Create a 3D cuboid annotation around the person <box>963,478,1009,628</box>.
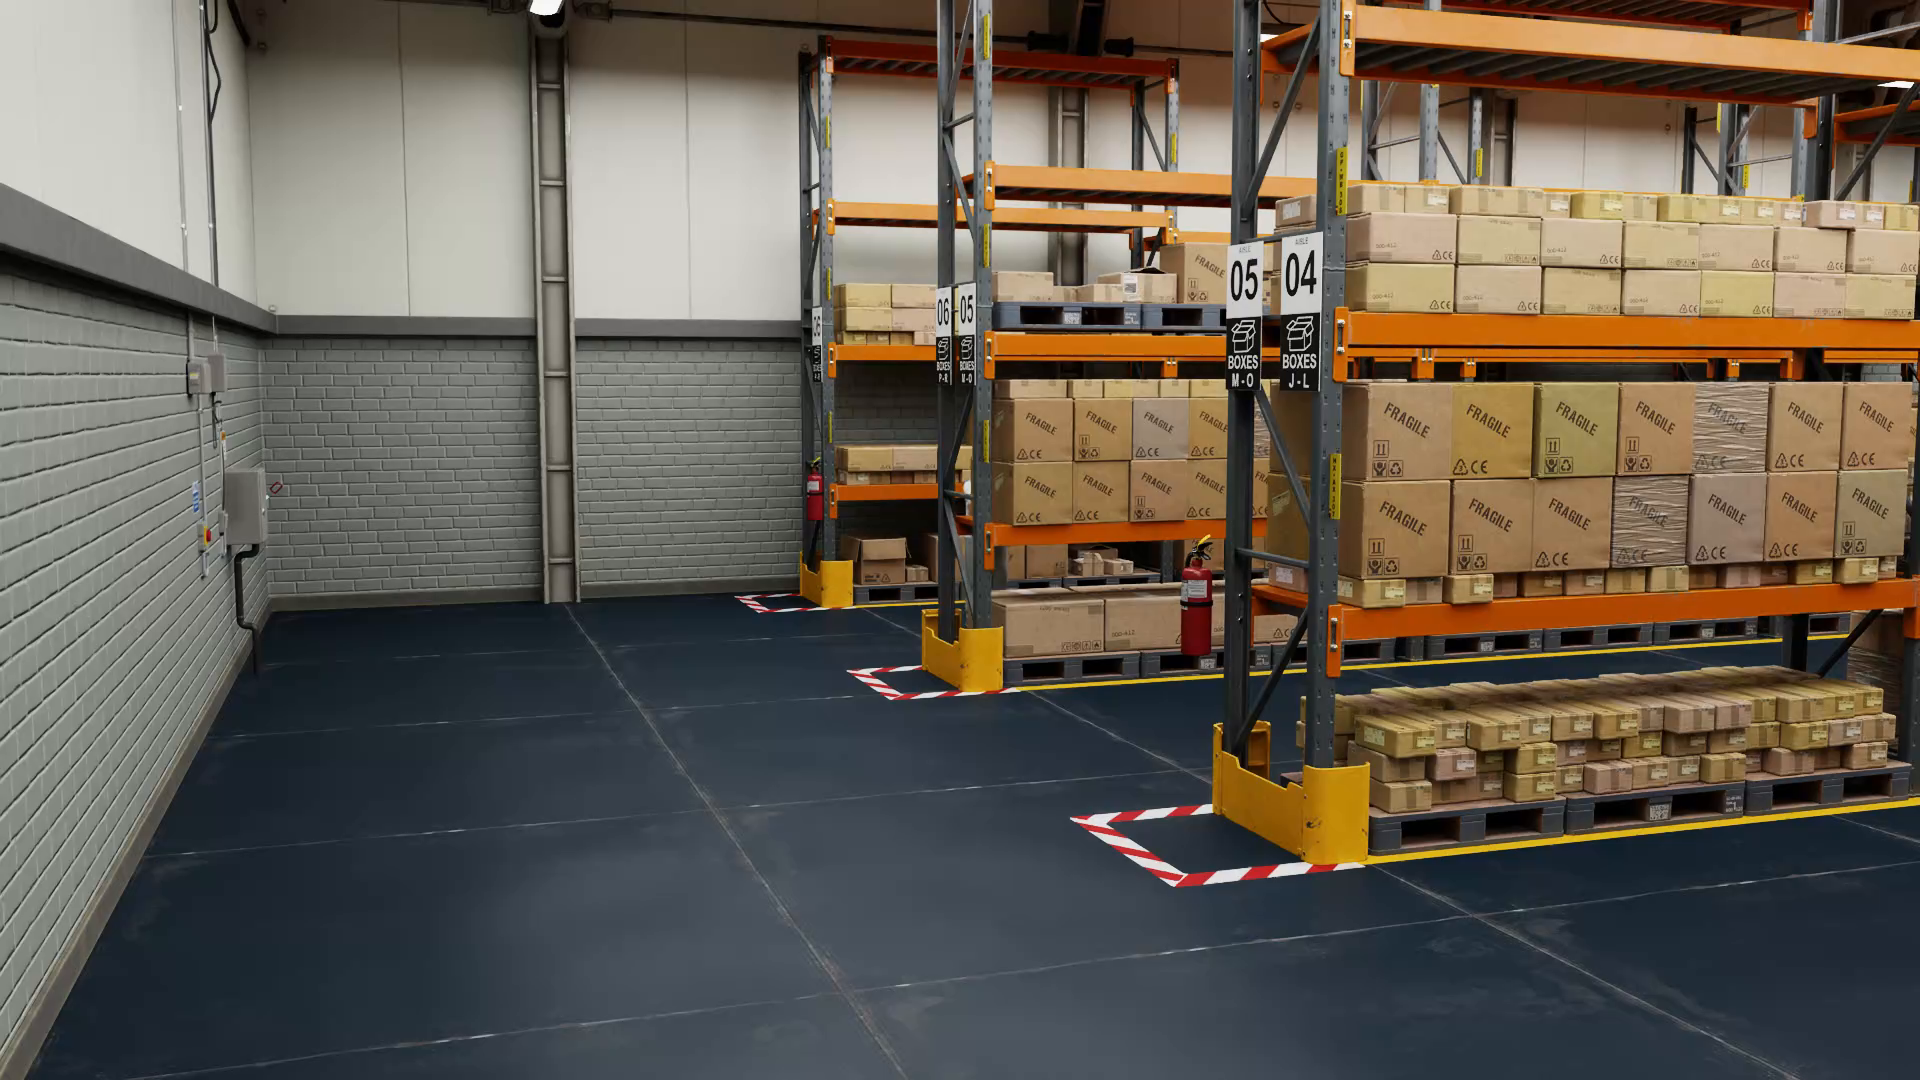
[{"bbox_3d":[0.301,-0.002,16.240,0.490,1.771,0.566,-2,6,-18],"label":"person"}]
